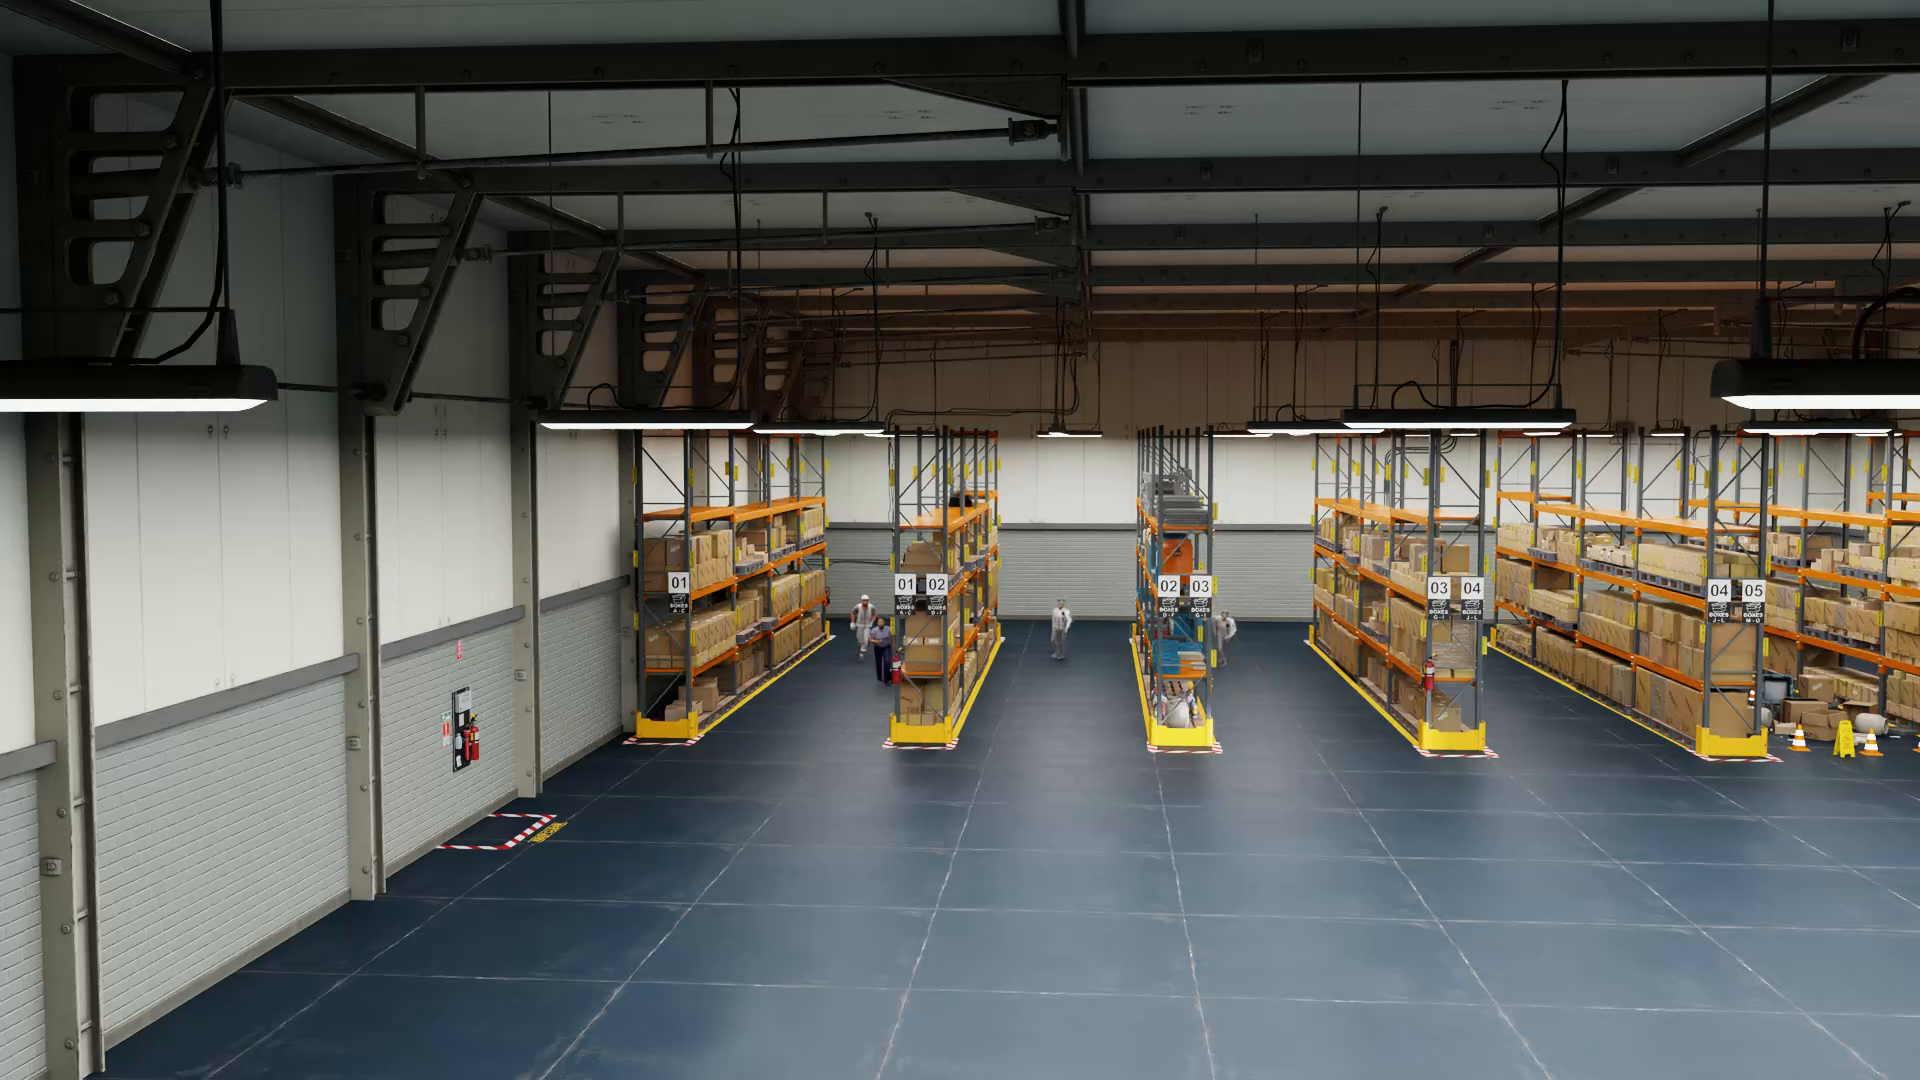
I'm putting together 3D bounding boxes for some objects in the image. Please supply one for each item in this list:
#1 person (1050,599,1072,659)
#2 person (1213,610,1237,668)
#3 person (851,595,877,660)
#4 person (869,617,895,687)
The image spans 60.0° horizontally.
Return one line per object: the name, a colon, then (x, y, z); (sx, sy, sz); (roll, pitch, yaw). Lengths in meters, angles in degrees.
person: (2.629, 2.311, 43.228); (0.598, 1.607, 0.693); (1, 4, 18)
person: (6.724, 2.476, 42.210); (0.603, 1.477, 1.087); (1, 4, 12)
person: (-2.513, 2.267, 43.316); (0.656, 1.716, 0.697); (-1, 4, -13)
person: (-1.814, 2.592, 38.847); (0.603, 1.627, 0.946); (0, 3, -1)
